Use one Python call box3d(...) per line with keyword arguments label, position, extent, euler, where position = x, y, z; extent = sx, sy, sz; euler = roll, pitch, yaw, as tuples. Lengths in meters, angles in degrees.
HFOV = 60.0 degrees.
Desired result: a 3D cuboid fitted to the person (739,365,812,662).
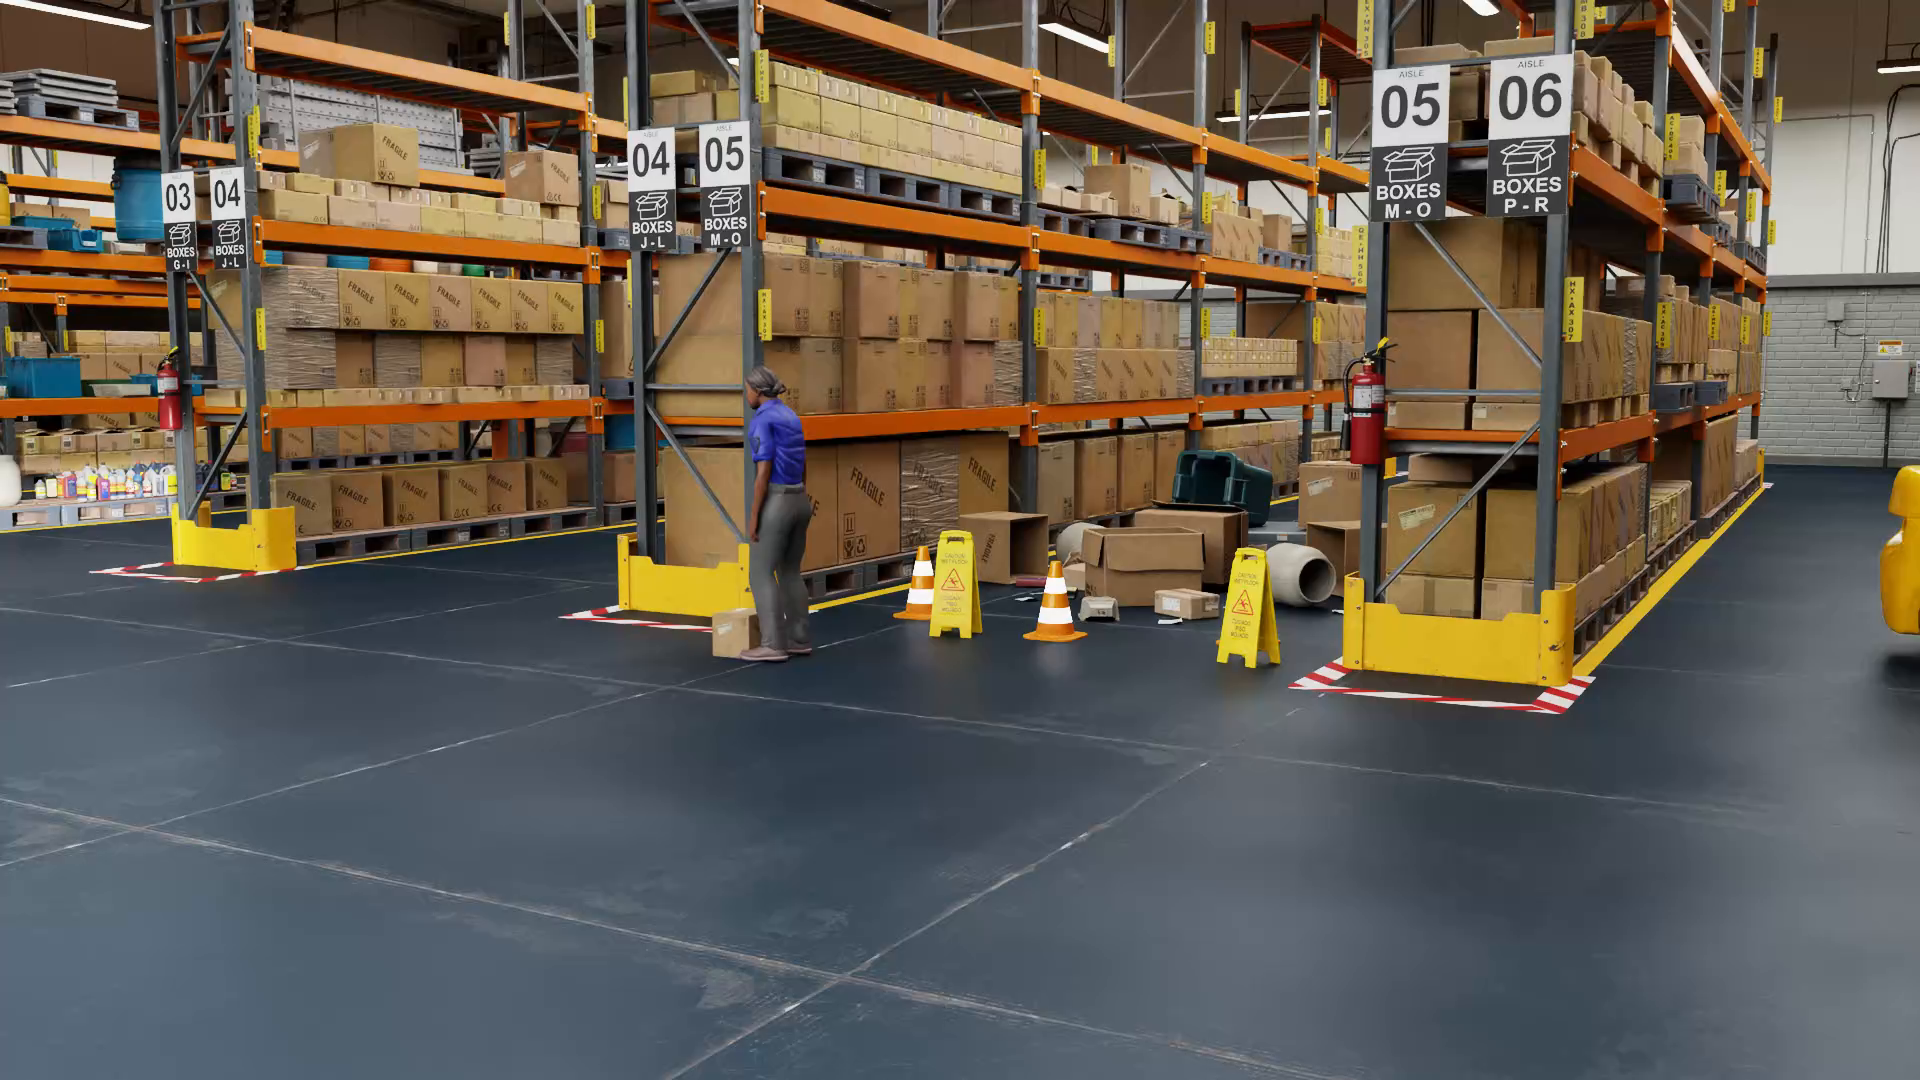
box3d(label="person", position=(-1.031, -0.147, 9.352), extent=(0.349, 1.638, 0.518), euler=(3, 7, 26))
